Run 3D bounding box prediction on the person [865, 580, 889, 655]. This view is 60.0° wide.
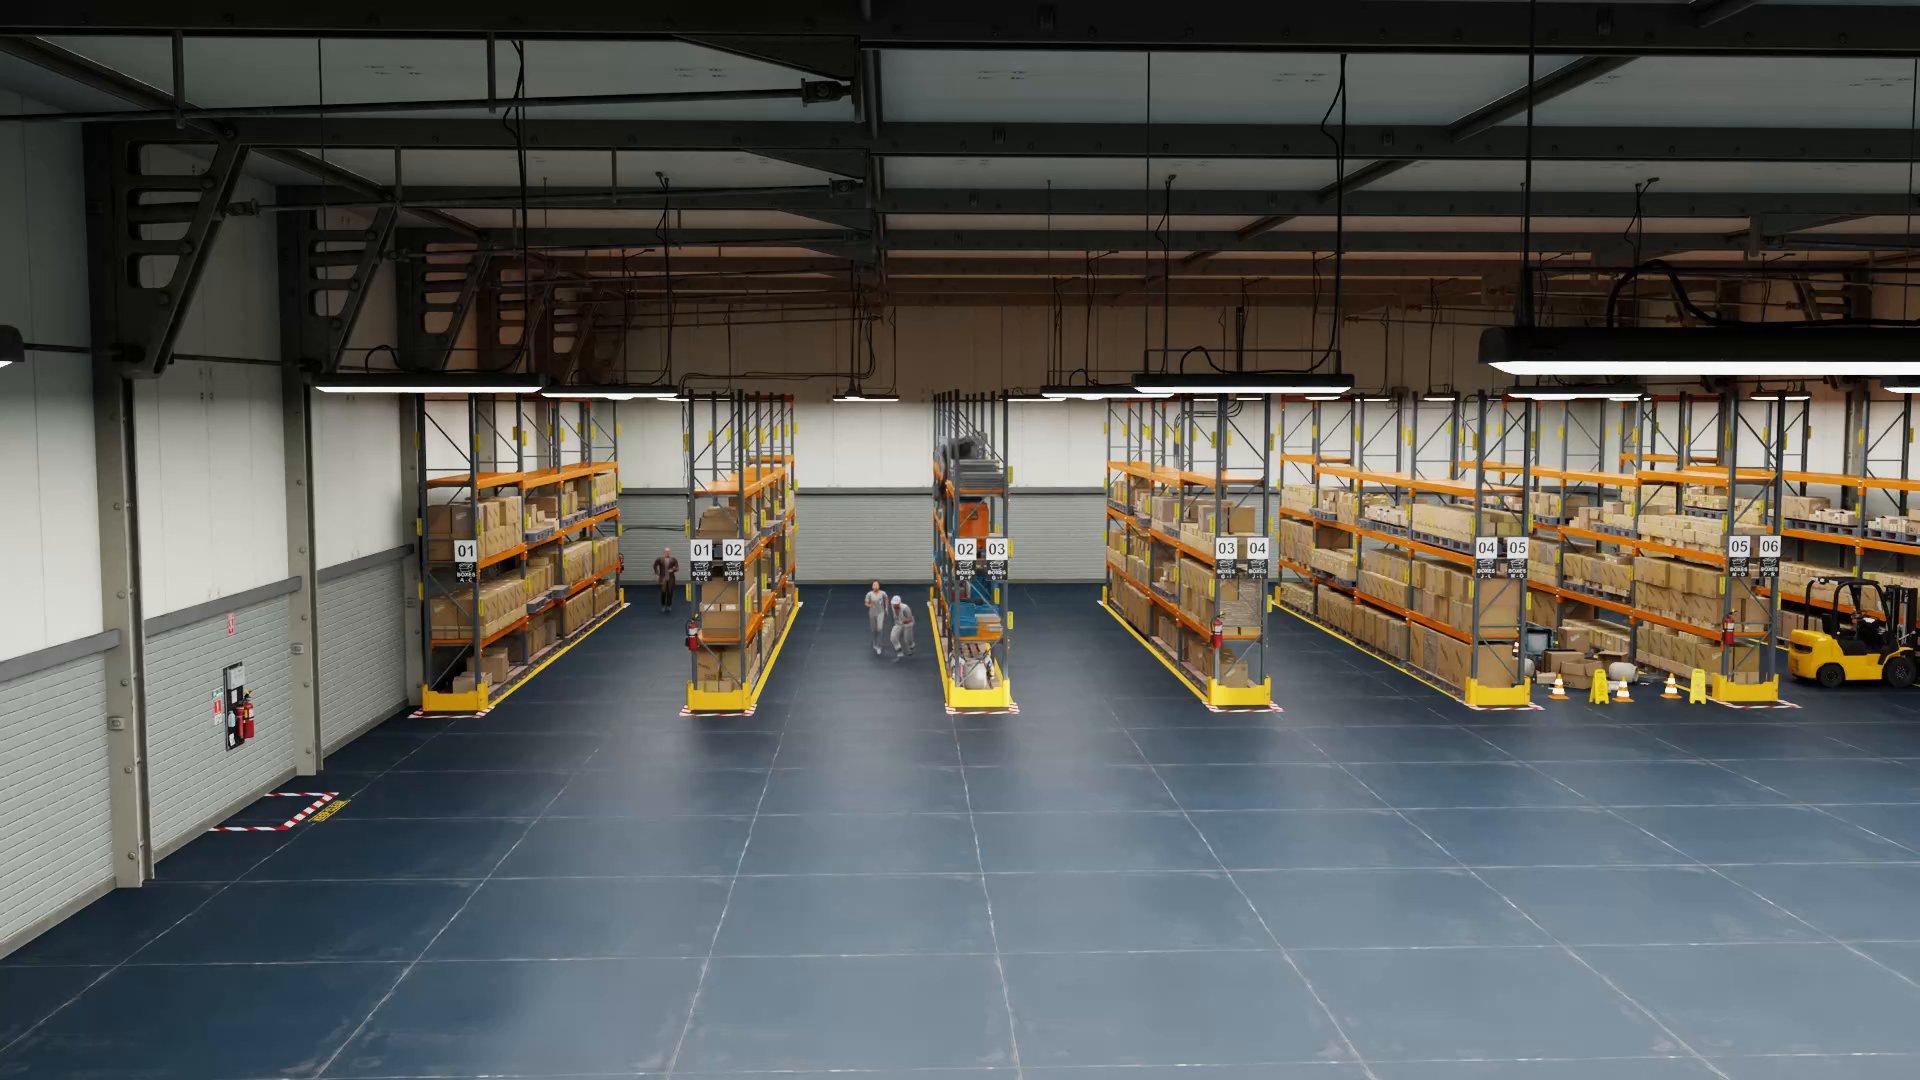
[{"bbox_3d":[-1.921,1.780,38.298,0.519,1.692,0.818,0,5,2],"label":"person"}]

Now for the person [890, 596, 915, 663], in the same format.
[{"bbox_3d":[-1.238,1.946,37.088,0.678,1.514,1.209,2,5,28],"label":"person"}]

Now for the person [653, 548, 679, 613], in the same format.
[{"bbox_3d":[-8.073,1.112,45.754,0.685,1.792,0.747,-1,5,-13],"label":"person"}]

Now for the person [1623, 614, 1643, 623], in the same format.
[{"bbox_3d":[17.649,1.365,43.599,0.570,1.640,0.723,-3,5,-28],"label":"person"}]
